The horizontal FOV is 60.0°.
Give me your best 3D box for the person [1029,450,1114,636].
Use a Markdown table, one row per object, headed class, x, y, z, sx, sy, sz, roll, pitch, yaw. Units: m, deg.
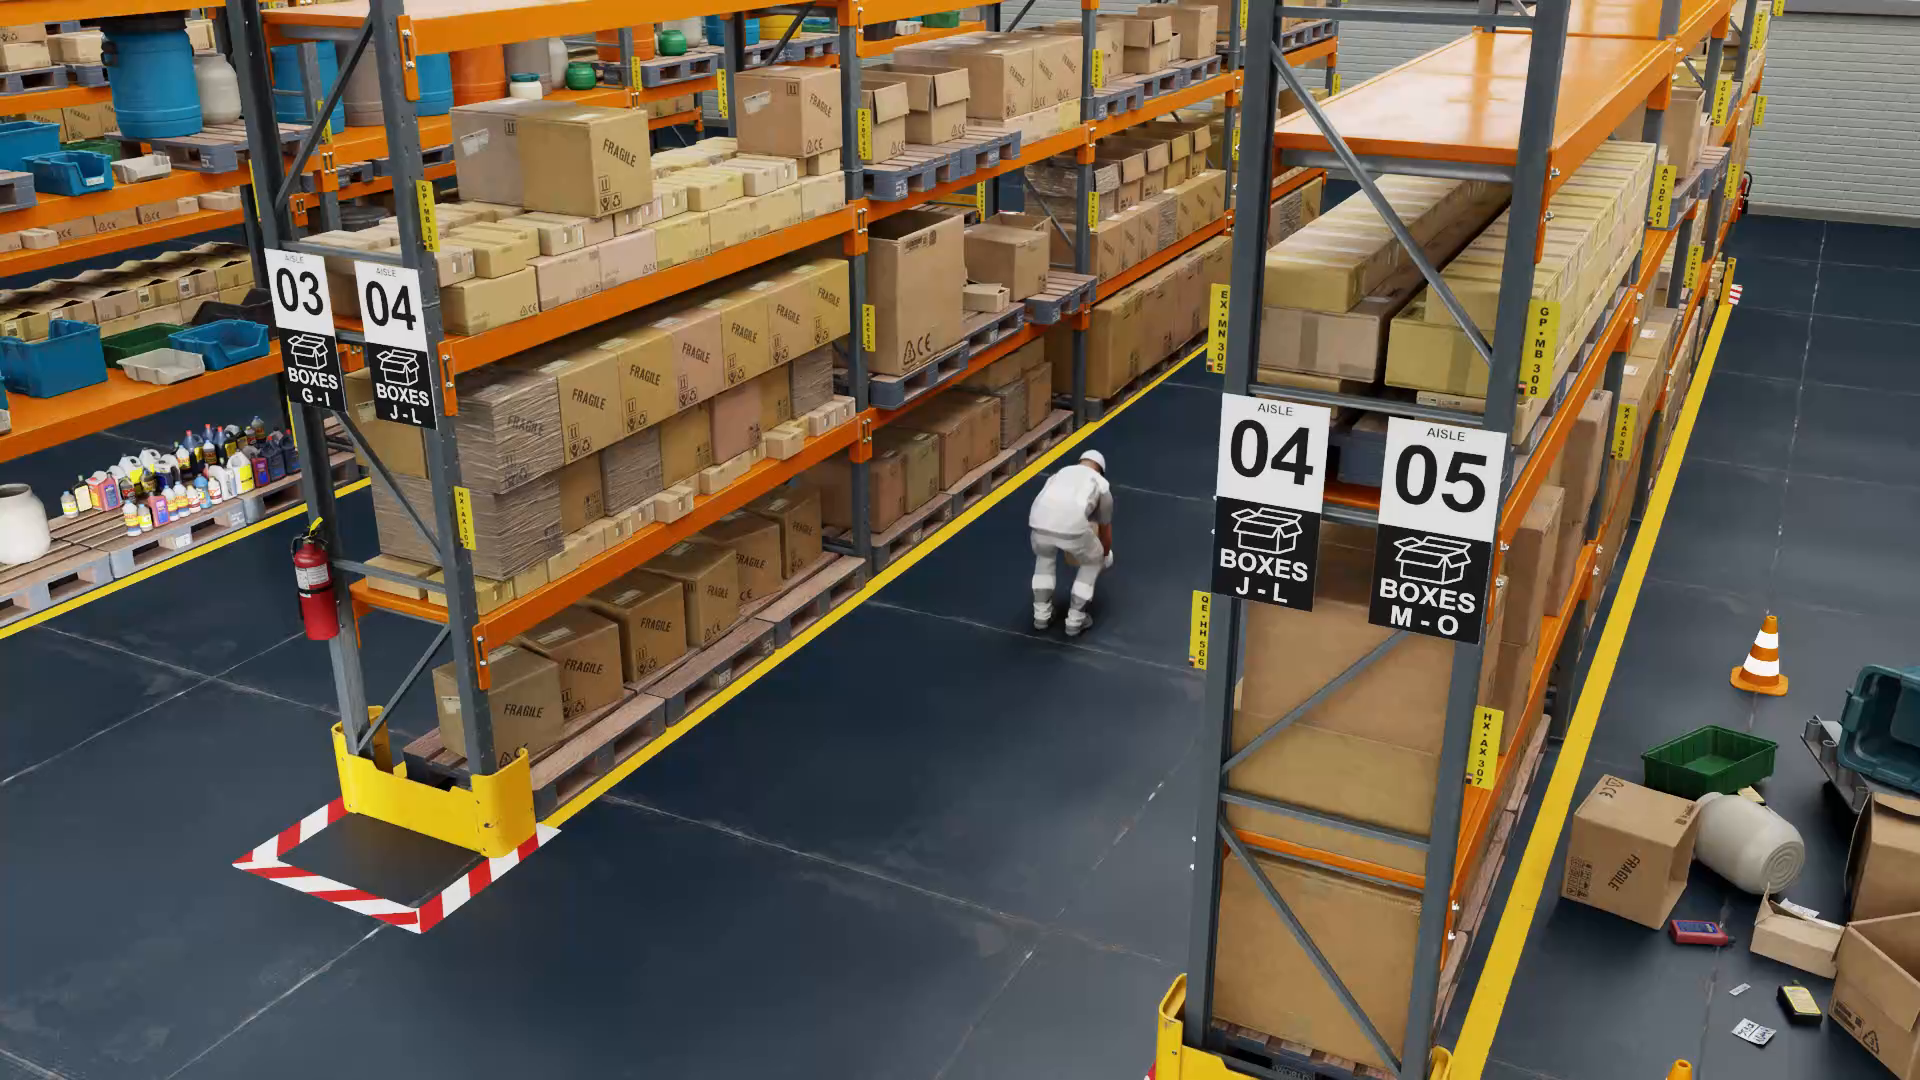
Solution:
| class | x | y | z | sx | sy | sz | roll | pitch | yaw |
| --- | --- | --- | --- | --- | --- | --- | --- | --- | --- |
| person | 0.788 | 0.015 | 11.567 | 0.524 | 1.112 | 0.954 | 10 | 24 | 22 |
